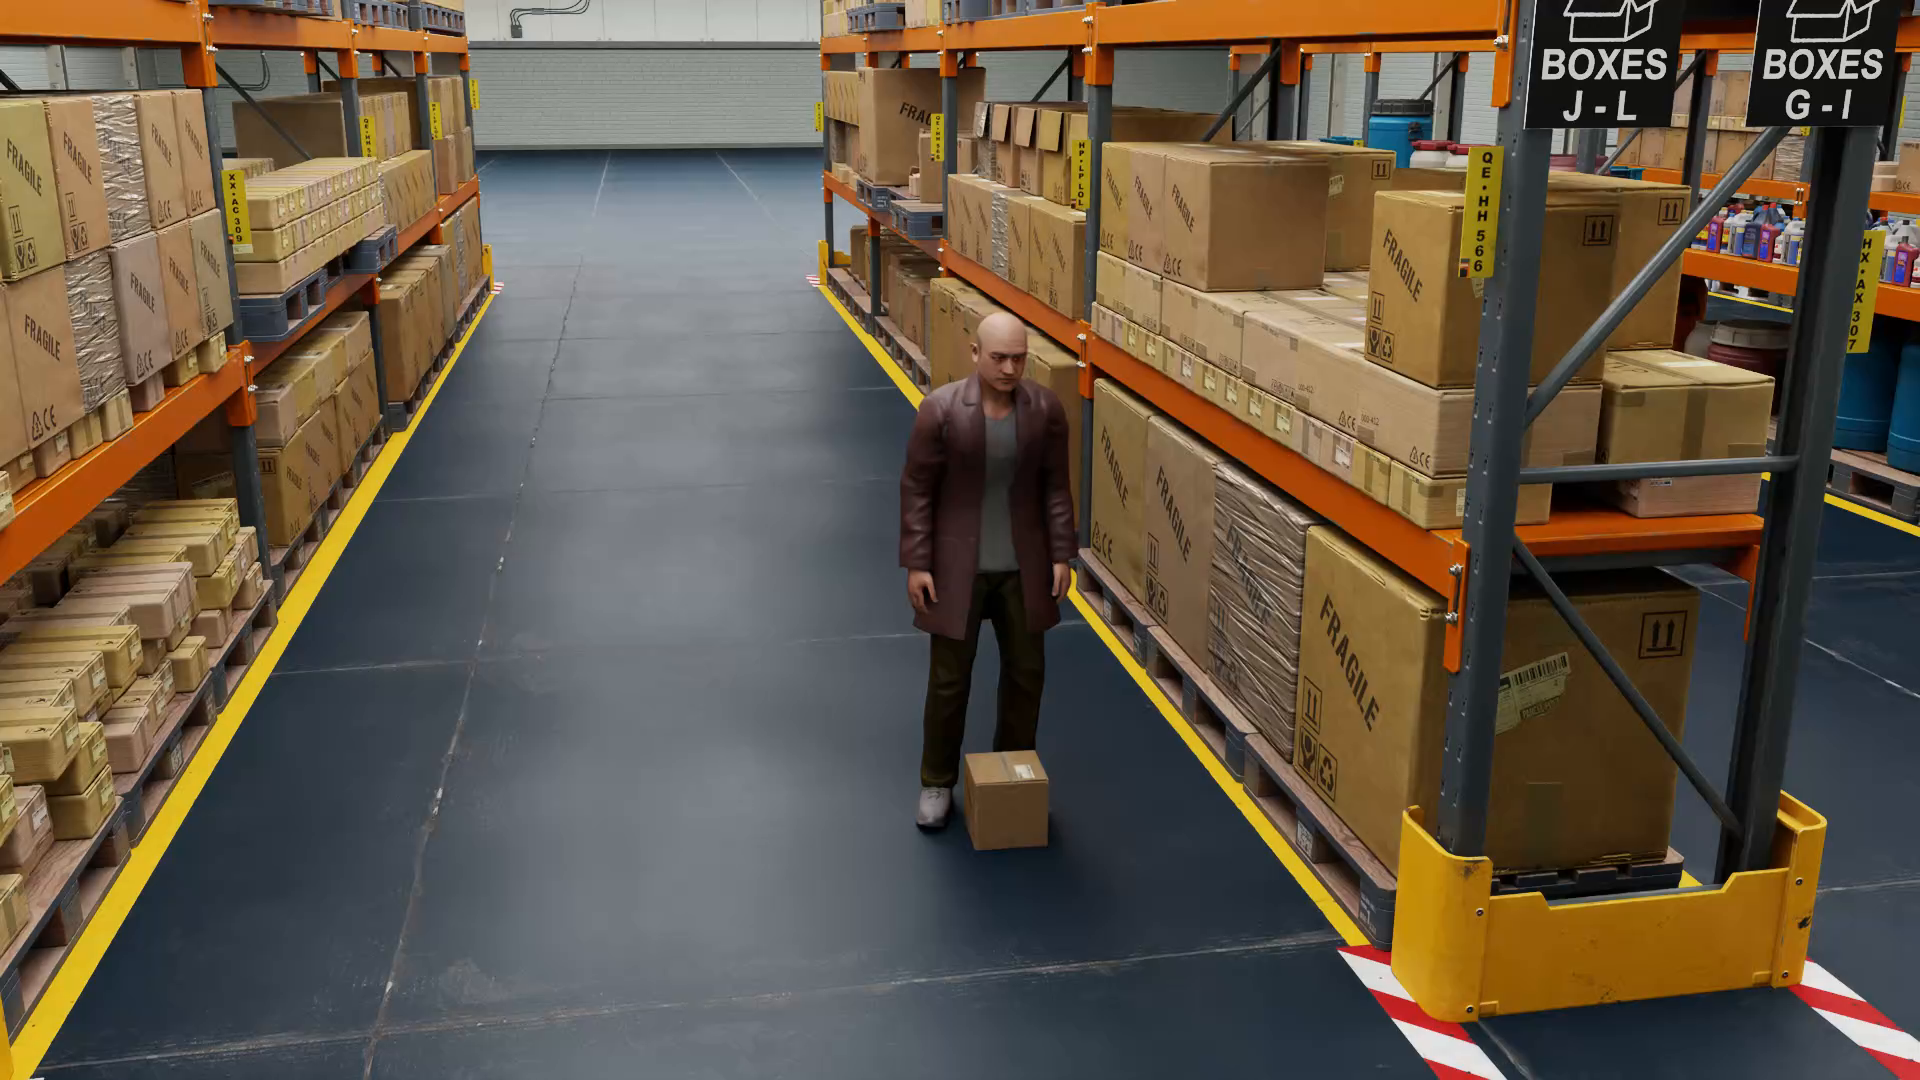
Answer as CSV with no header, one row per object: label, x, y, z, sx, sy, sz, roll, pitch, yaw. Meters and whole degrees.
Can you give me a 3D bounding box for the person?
person,0.104,0.094,5.739,0.640,1.772,0.428,-4,17,-13
